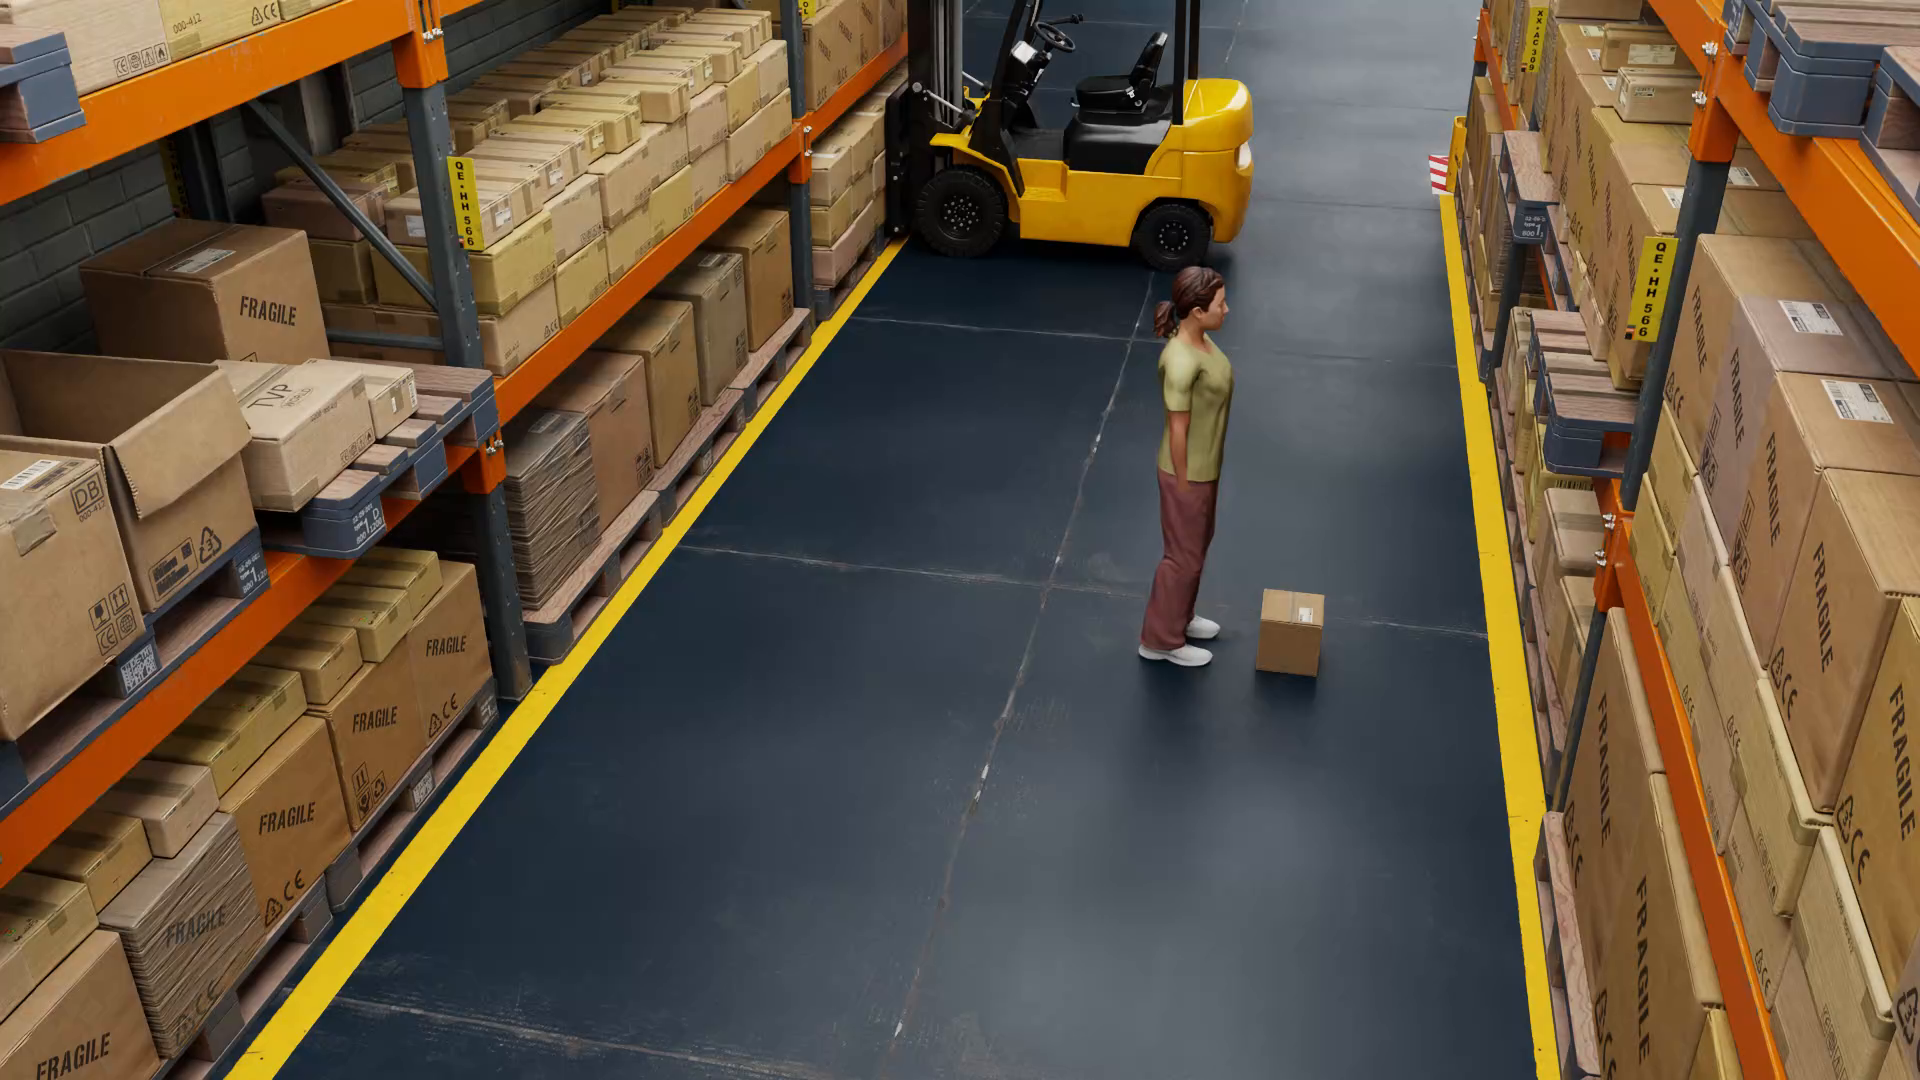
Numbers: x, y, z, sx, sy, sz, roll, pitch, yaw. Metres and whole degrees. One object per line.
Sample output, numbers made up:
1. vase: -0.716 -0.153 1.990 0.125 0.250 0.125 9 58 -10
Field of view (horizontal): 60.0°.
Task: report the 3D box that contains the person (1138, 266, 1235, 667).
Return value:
1. person: 0.910 -0.294 6.667 0.365 1.670 0.442 7 30 12
